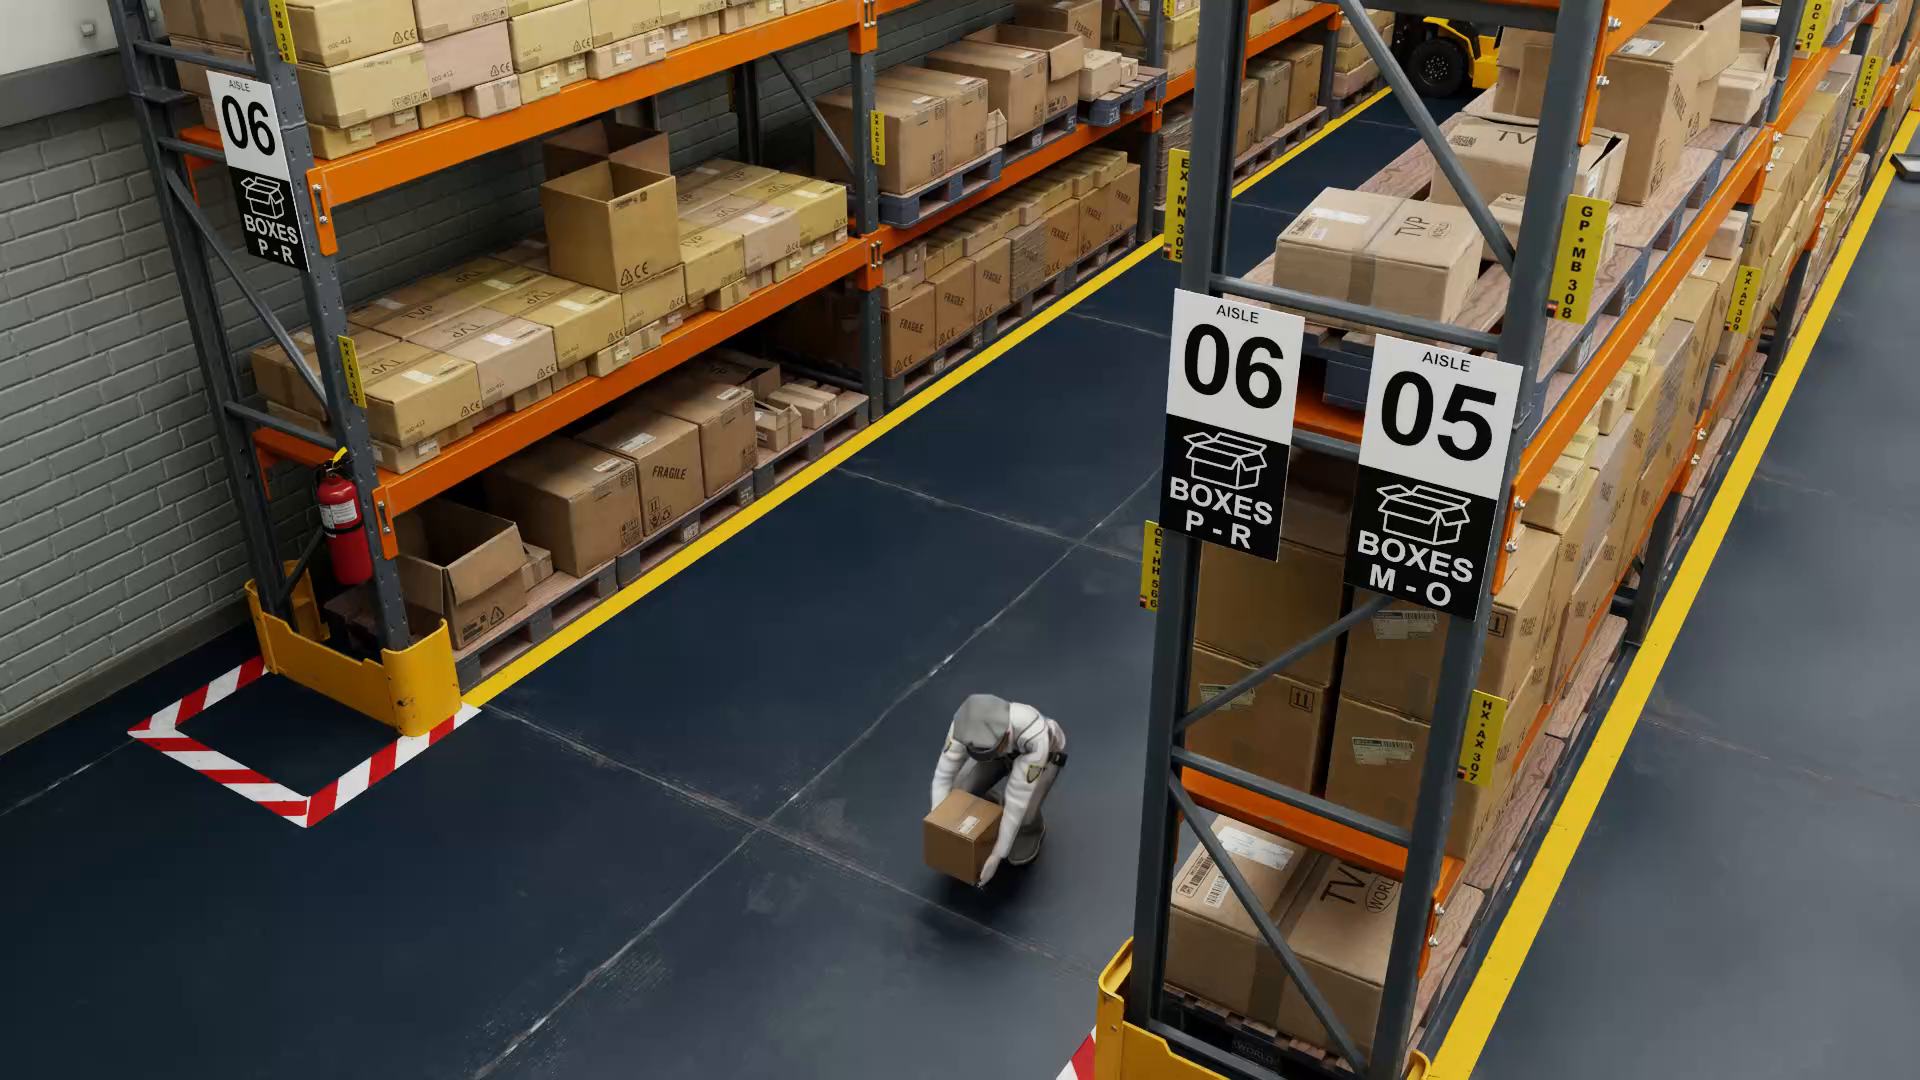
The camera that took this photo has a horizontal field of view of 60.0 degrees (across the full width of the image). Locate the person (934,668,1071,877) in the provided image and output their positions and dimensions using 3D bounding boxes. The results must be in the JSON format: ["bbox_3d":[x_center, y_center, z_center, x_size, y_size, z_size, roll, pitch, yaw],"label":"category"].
[{"bbox_3d":[0.162,0.982,7.200,0.458,0.983,0.895,15,34,24],"label":"person"}]
